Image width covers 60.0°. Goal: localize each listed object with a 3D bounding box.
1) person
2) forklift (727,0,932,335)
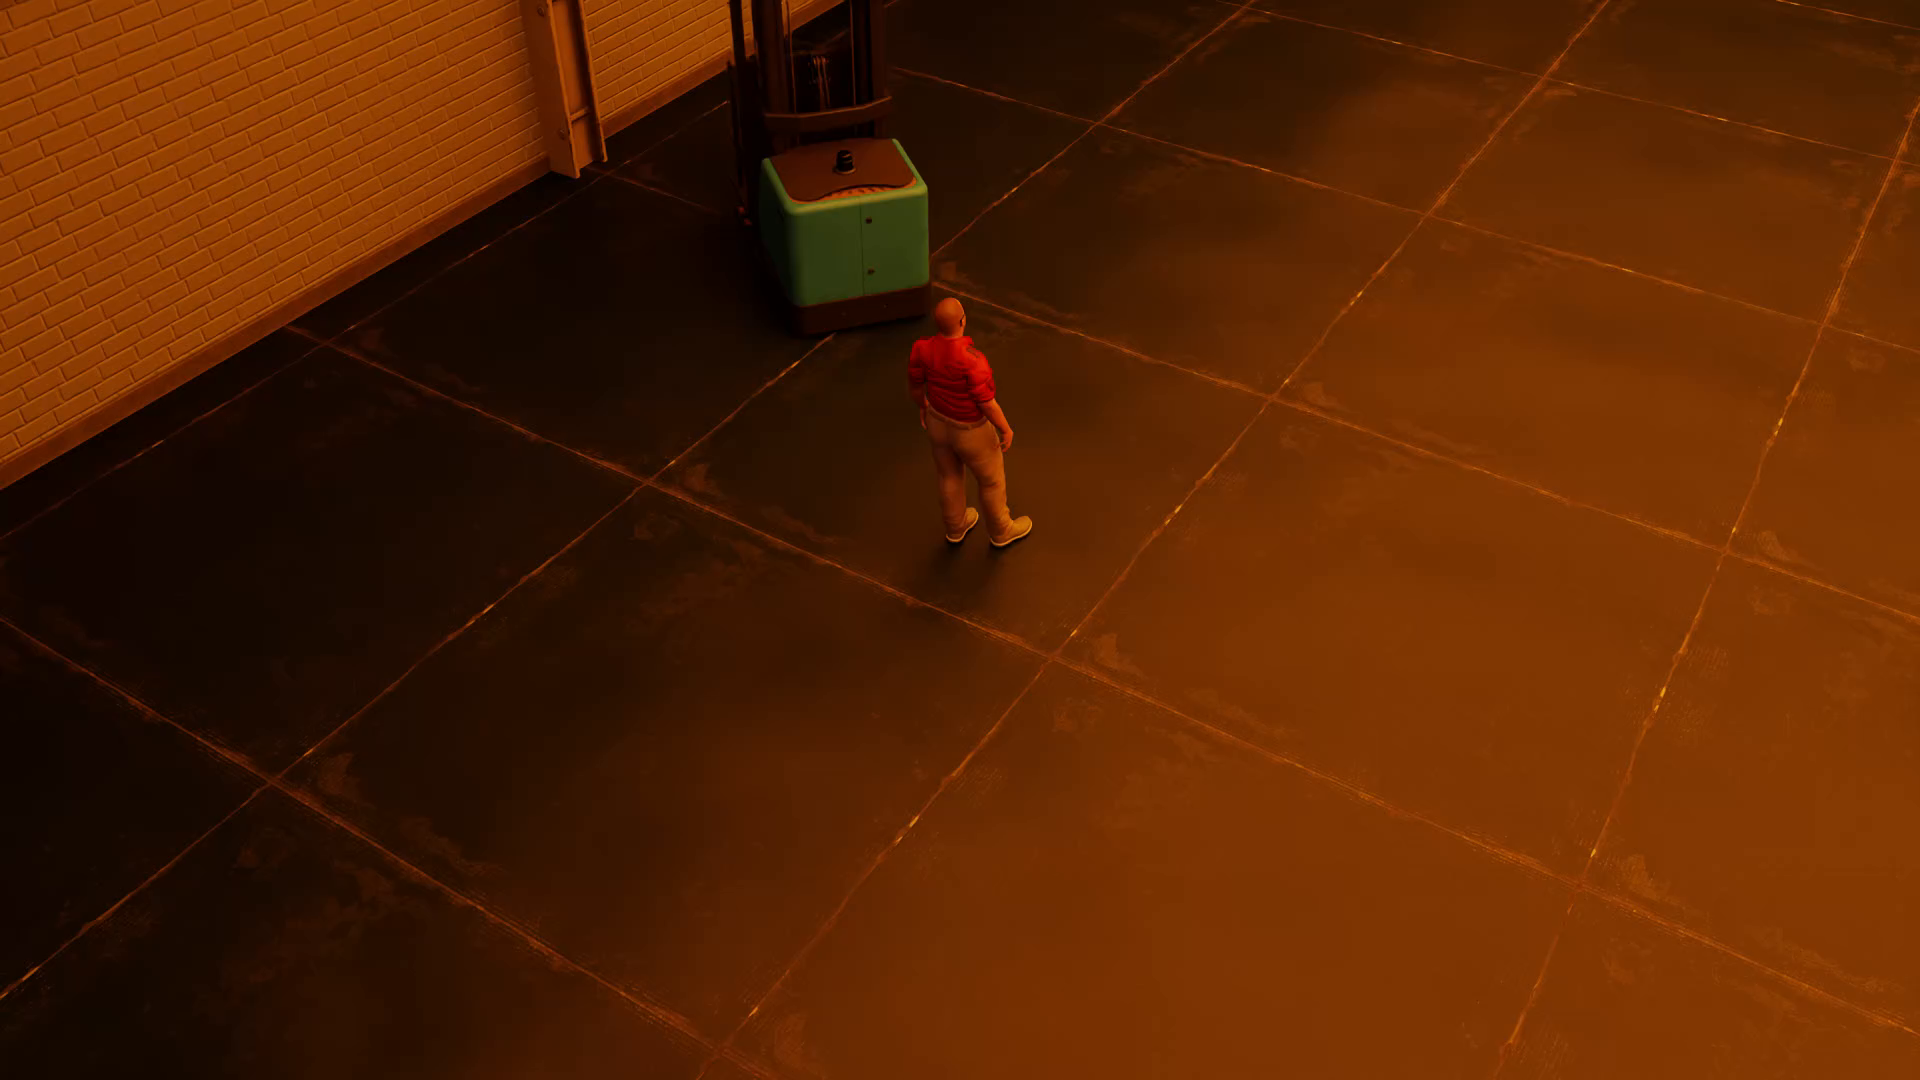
[{"bbox_3d":[0.058,-0.708,9.724,0.640,1.724,0.551,22,45,24],"label":"person"},{"bbox_3d":[-1.147,-3.540,12.144,1.130,2.935,3.031,-12,42,-14],"label":"forklift"}]
